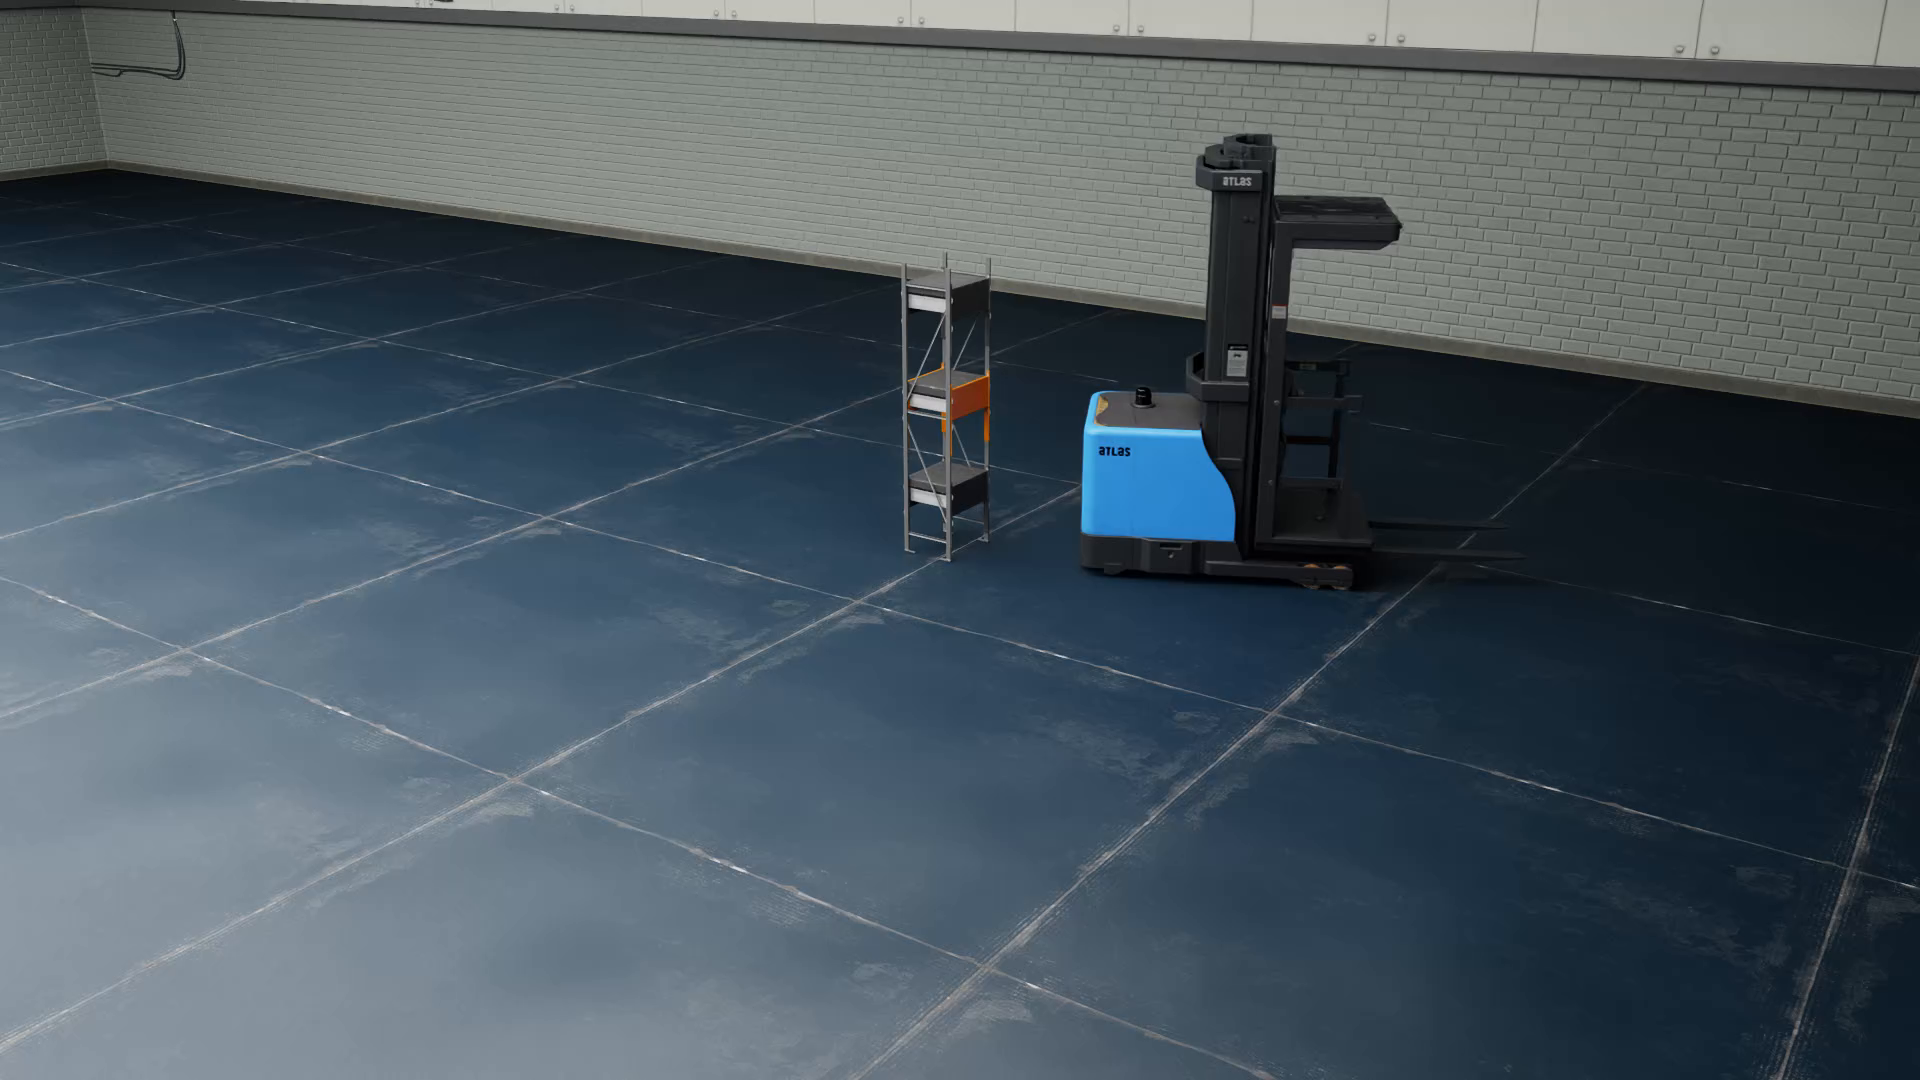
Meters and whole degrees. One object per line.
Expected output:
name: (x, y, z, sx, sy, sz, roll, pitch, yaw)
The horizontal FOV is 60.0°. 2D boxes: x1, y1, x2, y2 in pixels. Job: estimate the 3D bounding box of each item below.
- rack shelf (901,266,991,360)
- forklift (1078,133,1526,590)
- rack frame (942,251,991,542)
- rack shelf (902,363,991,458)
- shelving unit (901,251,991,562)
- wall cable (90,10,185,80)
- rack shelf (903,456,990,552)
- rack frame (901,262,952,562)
rack shelf: (-0.093, -1.581, 11.534, 0.431, 0.518, 0.480, 13, 24, 32)
forklift: (2.386, -1.229, 11.362, 3.031, 2.935, 1.130, 3, 20, 7)
rack frame: (0.044, -1.007, 11.962, 0.400, 2.100, 0.015, 13, 24, 32)
rack shelf: (-0.093, -0.925, 11.777, 0.431, 0.518, 0.480, 13, 24, 32)
shelving unit: (-0.093, -0.937, 11.772, 0.431, 2.100, 0.503, 13, 24, 32)
wall cable: (-14.678, -9.403, 29.190, 3.097, 2.526, 0.112, 13, 24, 32)
rack shelf: (-0.093, -0.268, 12.020, 0.431, 0.518, 0.480, 13, 24, 32)
rack frame: (-0.230, -0.867, 11.583, 0.400, 2.100, 0.015, 13, 24, 32)
